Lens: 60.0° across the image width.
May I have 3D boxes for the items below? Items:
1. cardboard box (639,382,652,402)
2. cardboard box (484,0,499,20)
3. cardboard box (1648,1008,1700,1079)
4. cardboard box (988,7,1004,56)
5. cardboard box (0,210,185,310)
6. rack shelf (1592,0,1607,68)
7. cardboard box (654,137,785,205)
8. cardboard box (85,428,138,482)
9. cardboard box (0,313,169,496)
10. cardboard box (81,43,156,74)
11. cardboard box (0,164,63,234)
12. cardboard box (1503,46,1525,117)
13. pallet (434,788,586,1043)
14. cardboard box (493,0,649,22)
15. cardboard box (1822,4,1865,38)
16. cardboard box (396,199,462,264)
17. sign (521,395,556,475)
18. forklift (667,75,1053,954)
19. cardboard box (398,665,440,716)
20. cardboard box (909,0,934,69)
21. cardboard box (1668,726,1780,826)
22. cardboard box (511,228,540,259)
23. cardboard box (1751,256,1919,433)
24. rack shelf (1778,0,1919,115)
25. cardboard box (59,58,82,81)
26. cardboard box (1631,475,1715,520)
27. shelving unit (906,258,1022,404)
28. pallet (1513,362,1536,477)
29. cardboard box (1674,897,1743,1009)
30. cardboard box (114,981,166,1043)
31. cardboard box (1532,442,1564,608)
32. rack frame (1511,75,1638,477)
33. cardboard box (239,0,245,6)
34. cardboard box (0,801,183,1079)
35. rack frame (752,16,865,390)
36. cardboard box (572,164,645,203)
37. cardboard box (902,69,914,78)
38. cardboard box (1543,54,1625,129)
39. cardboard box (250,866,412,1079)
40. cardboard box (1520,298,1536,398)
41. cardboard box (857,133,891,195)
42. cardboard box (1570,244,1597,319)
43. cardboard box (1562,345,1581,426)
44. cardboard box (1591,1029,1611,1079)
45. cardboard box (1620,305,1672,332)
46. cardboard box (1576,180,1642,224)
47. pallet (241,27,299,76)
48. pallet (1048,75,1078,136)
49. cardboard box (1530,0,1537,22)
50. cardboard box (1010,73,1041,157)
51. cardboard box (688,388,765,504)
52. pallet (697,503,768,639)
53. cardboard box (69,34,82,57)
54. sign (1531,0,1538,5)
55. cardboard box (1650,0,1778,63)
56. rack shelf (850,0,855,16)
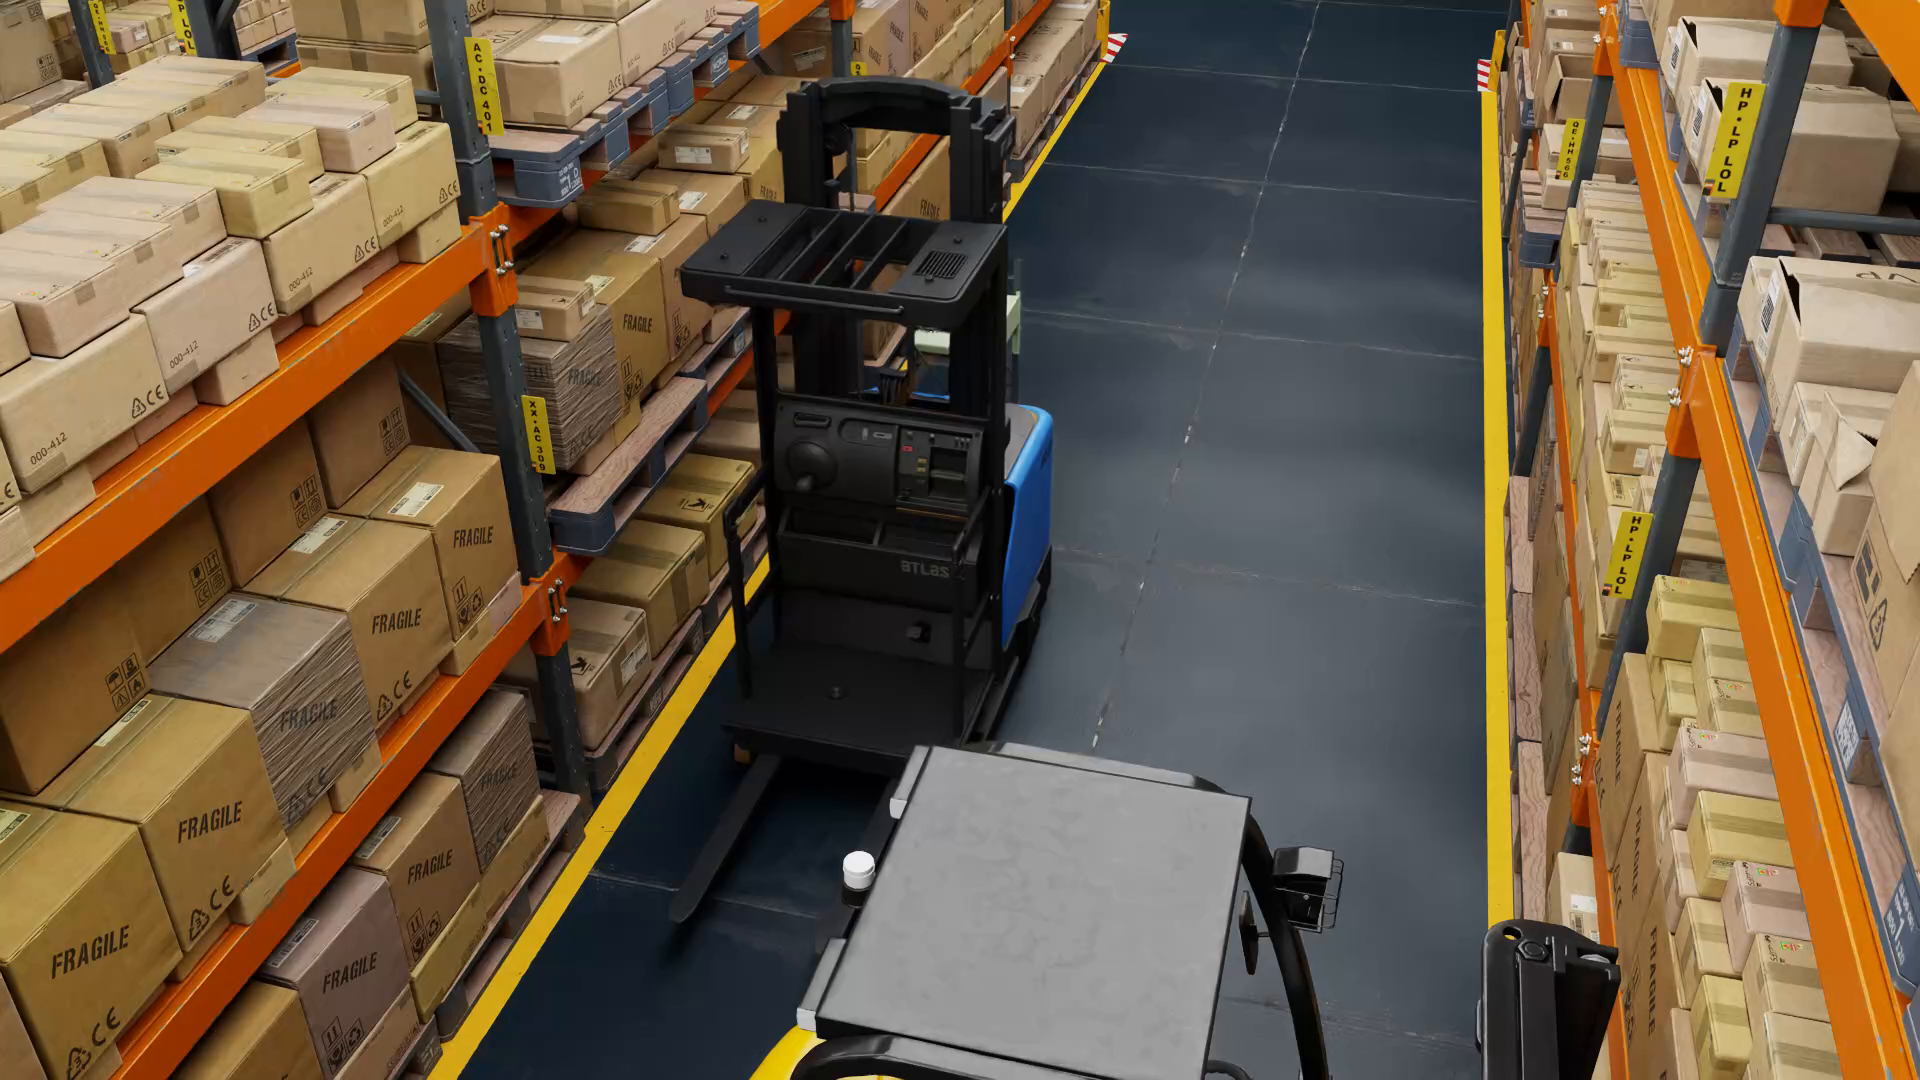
[{"bbox_3d":[-1.603,-0.700,7.398,0.380,0.149,0.250,10,34,15],"label":"cardboard box"},{"bbox_3d":[-1.977,-2.064,6.653,0.500,0.250,0.500,8,33,13],"label":"cardboard box"},{"bbox_3d":[1.927,1.521,3.969,0.500,0.500,0.500,8,33,13],"label":"cardboard box"},{"bbox_3d":[0.042,-3.920,12.760,0.500,0.250,0.500,7,33,11],"label":"cardboard box"},{"bbox_3d":[-2.252,-0.719,4.280,0.380,0.149,0.250,8,33,13],"label":"cardboard box"},{"bbox_3d":[4.206,-3.501,9.836,1.077,0.370,4.000,8,33,12],"label":"rack shelf"},{"bbox_3d":[-1.197,-1.714,8.389,0.500,0.500,0.500,6,33,9],"label":"cardboard box"},{"bbox_3d":[-2.388,-0.265,4.308,0.380,0.149,0.250,8,33,12],"label":"cardboard box"},{"bbox_3d":[-2.355,-0.371,4.104,0.500,0.250,0.500,9,33,13],"label":"cardboard box"},{"bbox_3d":[-5.600,-3.217,11.079,0.380,0.149,0.250,9,34,15],"label":"cardboard box"},{"bbox_3d":[-2.734,-0.934,4.617,0.380,0.149,0.250,7,33,11],"label":"cardboard box"},{"bbox_3d":[5.228,-4.032,14.735,0.700,0.500,0.500,9,34,14],"label":"cardboard box"},{"bbox_3d":[-2.255,1.431,6.802,1.003,0.211,1.213,8,33,12],"label":"pallet"},{"bbox_3d":[-1.466,-2.199,6.399,0.500,0.250,0.500,7,33,11],"label":"cardboard box"},{"bbox_3d":[3.491,-2.005,6.545,0.380,0.166,0.250,8,33,12],"label":"cardboard box"},{"bbox_3d":[-1.903,-1.054,5.549,0.380,0.149,0.250,8,33,13],"label":"cardboard box"},{"bbox_3d":[-1.592,-0.395,6.268,0.100,0.325,0.005,8,33,12],"label":"sign"},{"bbox_3d":[-0.413,-0.298,6.986,1.130,2.935,3.031,9,33,13],"label":"forklift"},{"bbox_3d":[-2.103,0.470,5.949,0.380,0.149,0.250,8,33,13],"label":"cardboard box"},{"bbox_3d":[-0.479,-3.387,10.756,0.500,0.500,0.500,9,34,14],"label":"cardboard box"},{"bbox_3d":[2.116,0.659,4.442,0.380,0.149,0.250,9,33,13],"label":"cardboard box"},{"bbox_3d":[-2.057,-1.348,7.207,0.380,0.149,0.250,7,33,11],"label":"cardboard box"},{"bbox_3d":[2.237,-0.474,4.003,0.500,0.311,0.500,9,33,13],"label":"cardboard box"},{"bbox_3d":[2.176,-0.447,2.608,1.077,0.370,4.000,8,33,12],"label":"rack shelf"},{"bbox_3d":[-6.236,-3.186,11.309,0.380,0.149,0.250,9,33,13],"label":"cardboard box"},{"bbox_3d":[2.604,-0.085,5.890,0.380,0.149,0.250,8,33,12],"label":"cardboard box"},{"bbox_3d":[0.029,-0.687,8.933,0.431,1.500,0.755,9,33,13],"label":"shelving unit"},{"bbox_3d":[3.925,-0.707,10.165,1.003,0.211,1.213,8,33,12],"label":"pallet"},{"bbox_3d":[1.996,1.049,4.107,0.380,0.149,0.250,7,33,11],"label":"cardboard box"},{"bbox_3d":[-2.500,1.265,4.698,0.380,0.149,0.250,9,34,14],"label":"cardboard box"},{"bbox_3d":[3.369,-0.014,8.298,0.875,0.625,0.625,9,34,14],"label":"cardboard box"},{"bbox_3d":[3.699,-1.501,8.815,1.000,3.000,0.127,8,33,12],"label":"rack frame"},{"bbox_3d":[-5.345,-3.877,11.840,0.380,0.149,0.250,10,34,15],"label":"cardboard box"},{"bbox_3d":[-2.488,1.067,4.405,0.500,0.500,0.500,7,33,11],"label":"cardboard box"},{"bbox_3d":[-1.103,-2.175,9.875,1.000,3.000,0.127,8,33,12],"label":"rack frame"},{"bbox_3d":[-1.829,-1.512,8.070,0.500,0.500,0.500,7,33,11],"label":"cardboard box"},{"bbox_3d":[-0.604,-2.820,10.564,0.500,0.250,0.500,9,33,14],"label":"cardboard box"},{"bbox_3d":[3.934,-2.594,10.047,0.797,0.503,0.637,7,33,11],"label":"cardboard box"},{"bbox_3d":[-2.265,1.440,5.661,0.500,0.500,0.500,10,34,15],"label":"cardboard box"},{"bbox_3d":[3.735,-1.130,10.171,0.500,0.500,0.500,8,33,12],"label":"cardboard box"},{"bbox_3d":[-0.736,-2.331,10.261,0.500,0.250,0.500,7,33,12],"label":"cardboard box"},{"bbox_3d":[3.222,-1.192,8.003,0.500,0.250,0.500,9,34,14],"label":"cardboard box"},{"bbox_3d":[3.094,-0.712,7.714,0.500,0.250,0.500,7,33,11],"label":"cardboard box"},{"bbox_3d":[2.118,1.608,5.164,0.500,0.250,0.500,8,33,12],"label":"cardboard box"},{"bbox_3d":[3.043,-0.872,7.128,0.380,0.149,0.250,8,33,12],"label":"cardboard box"},{"bbox_3d":[3.333,-1.692,8.417,0.380,0.149,0.250,9,34,14],"label":"cardboard box"},{"bbox_3d":[-5.454,-3.748,12.529,1.003,0.211,1.213,8,33,12],"label":"pallet"},{"bbox_3d":[0.488,-4.093,15.491,1.003,0.211,1.213,8,33,12],"label":"pallet"},{"bbox_3d":[4.720,-4.198,12.921,0.500,0.250,0.500,8,33,13],"label":"cardboard box"},{"bbox_3d":[0.175,-3.658,14.205,0.875,0.438,0.875,8,33,12],"label":"cardboard box"},{"bbox_3d":[-1.436,-0.567,9.404,0.950,0.372,0.625,7,33,11],"label":"cardboard box"},{"bbox_3d":[-1.615,0.038,8.993,1.003,0.211,1.213,8,33,12],"label":"pallet"},{"bbox_3d":[-6.166,-3.450,11.447,0.380,0.149,0.250,9,34,14],"label":"cardboard box"},{"bbox_3d":[4.187,-4.012,11.958,0.100,0.325,0.005,8,33,12],"label":"sign"},{"bbox_3d":[3.021,-2.158,6.474,0.500,0.500,0.500,9,33,14],"label":"cardboard box"},{"bbox_3d":[-0.596,-4.175,10.896,1.077,0.370,4.000,8,33,12],"label":"rack shelf"}]
